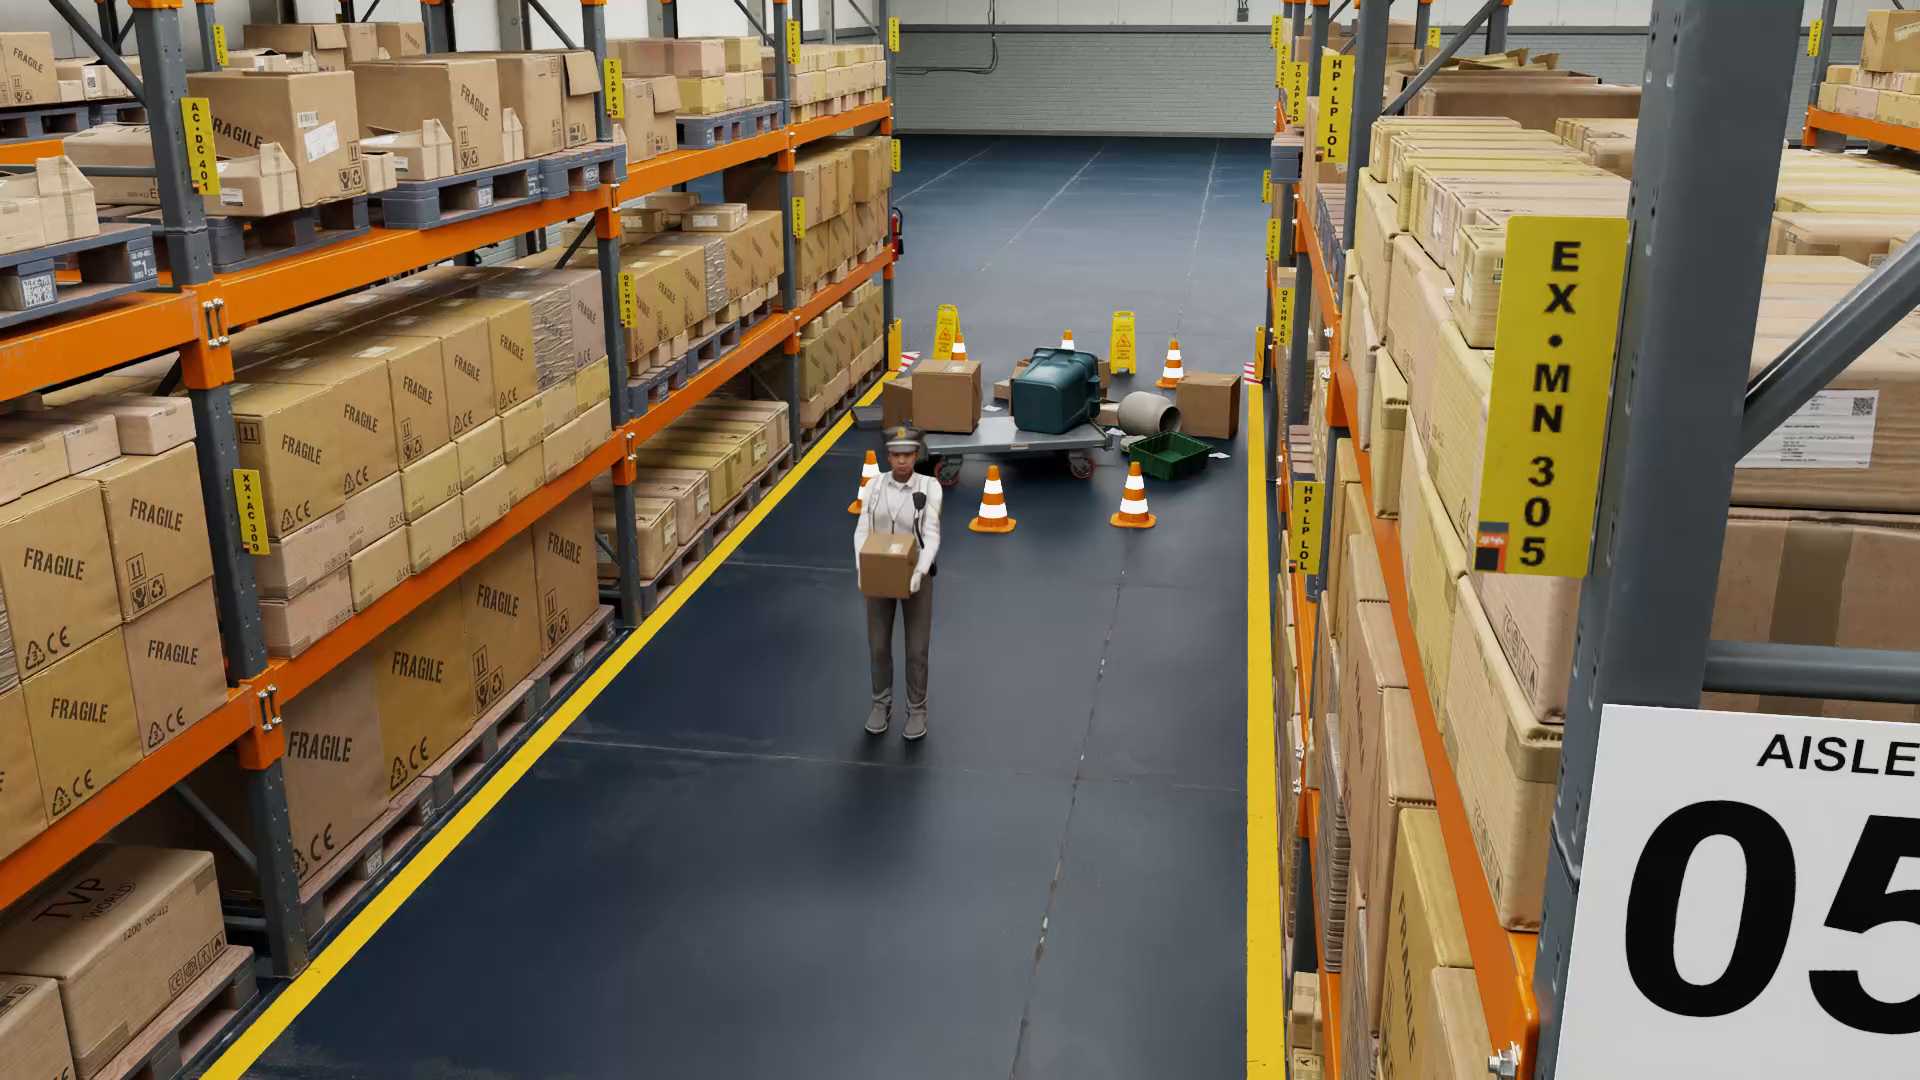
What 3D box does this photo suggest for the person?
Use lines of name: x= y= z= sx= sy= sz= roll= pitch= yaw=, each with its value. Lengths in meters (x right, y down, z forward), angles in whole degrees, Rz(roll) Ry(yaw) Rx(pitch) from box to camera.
person: x=-0.335 y=0.228 z=8.820 sx=0.460 sy=1.689 sz=0.540 roll=3 pitch=18 yaw=10
